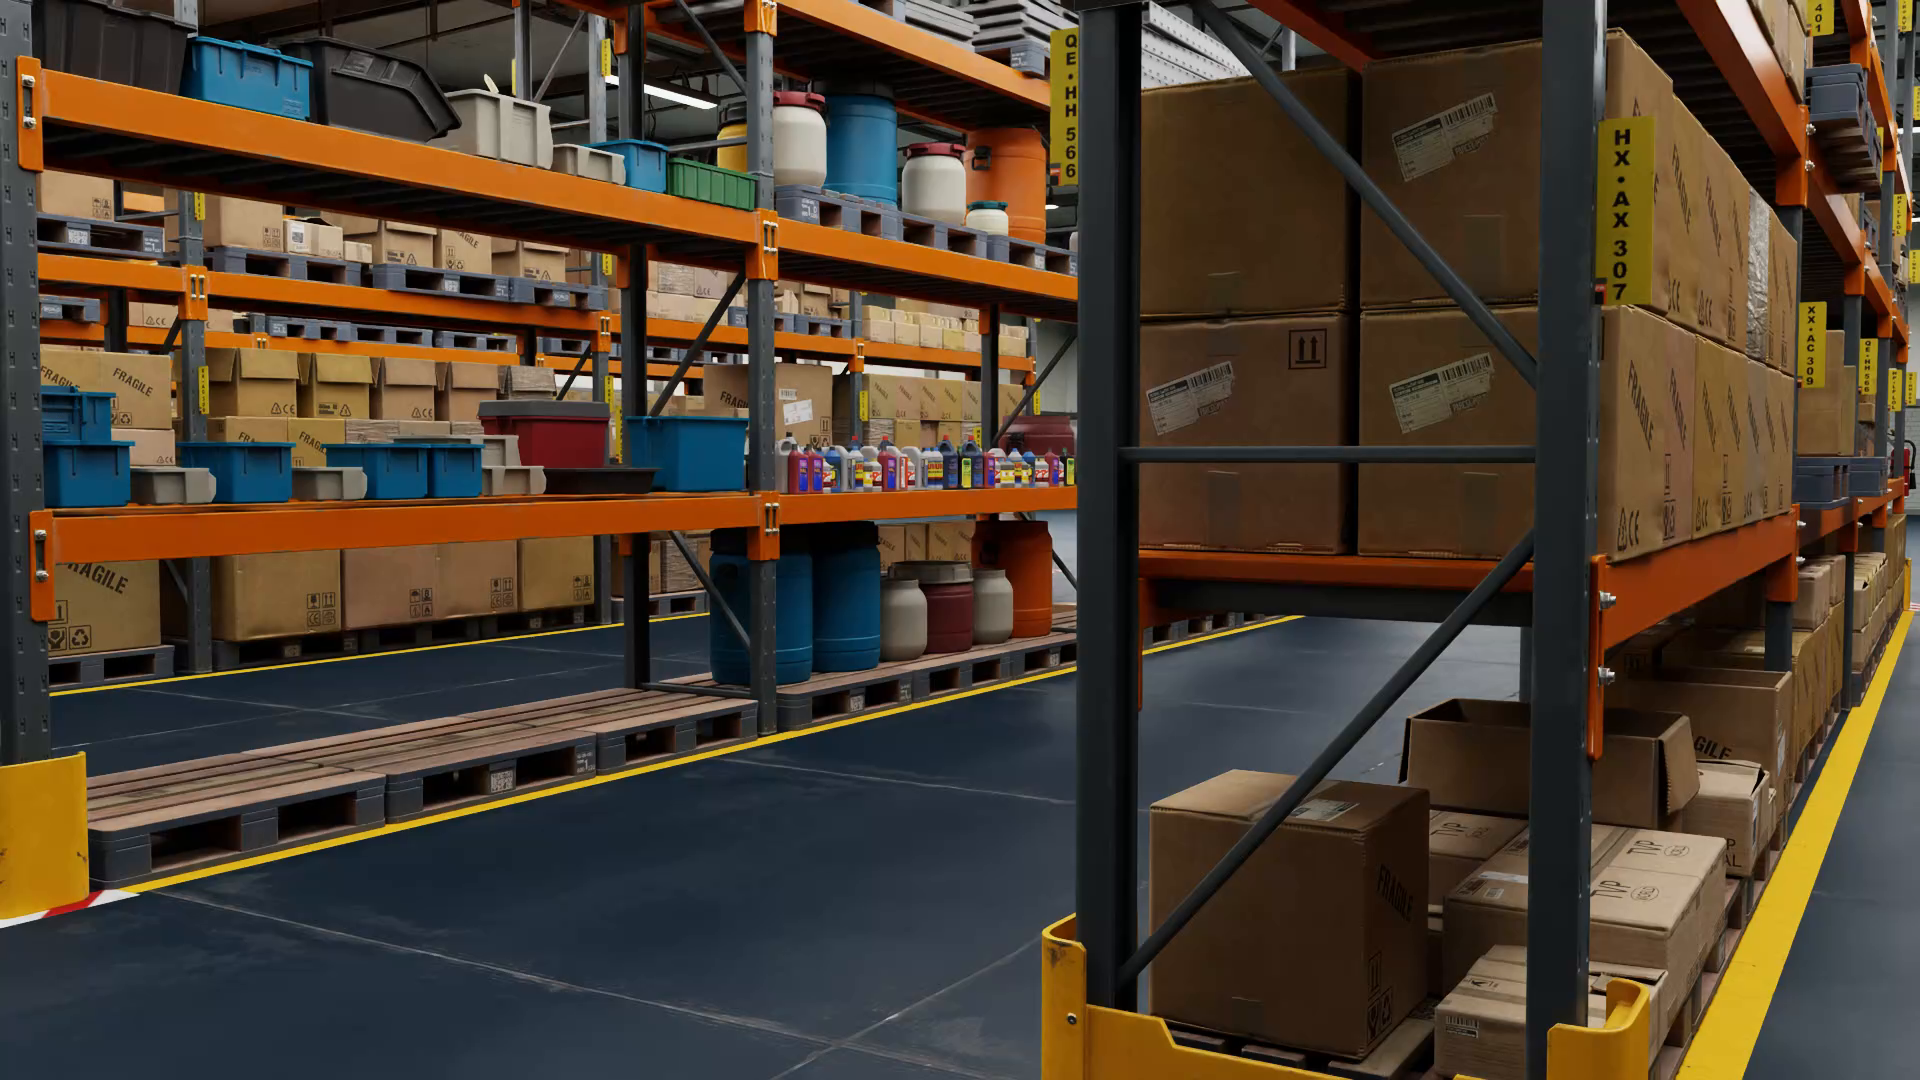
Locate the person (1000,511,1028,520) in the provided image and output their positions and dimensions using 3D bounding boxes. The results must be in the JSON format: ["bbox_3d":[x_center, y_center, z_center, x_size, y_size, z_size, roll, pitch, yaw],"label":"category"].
[{"bbox_3d":[0.454,-0.082,14.612,0.929,1.715,0.614,-1,3,-12],"label":"person"}]
